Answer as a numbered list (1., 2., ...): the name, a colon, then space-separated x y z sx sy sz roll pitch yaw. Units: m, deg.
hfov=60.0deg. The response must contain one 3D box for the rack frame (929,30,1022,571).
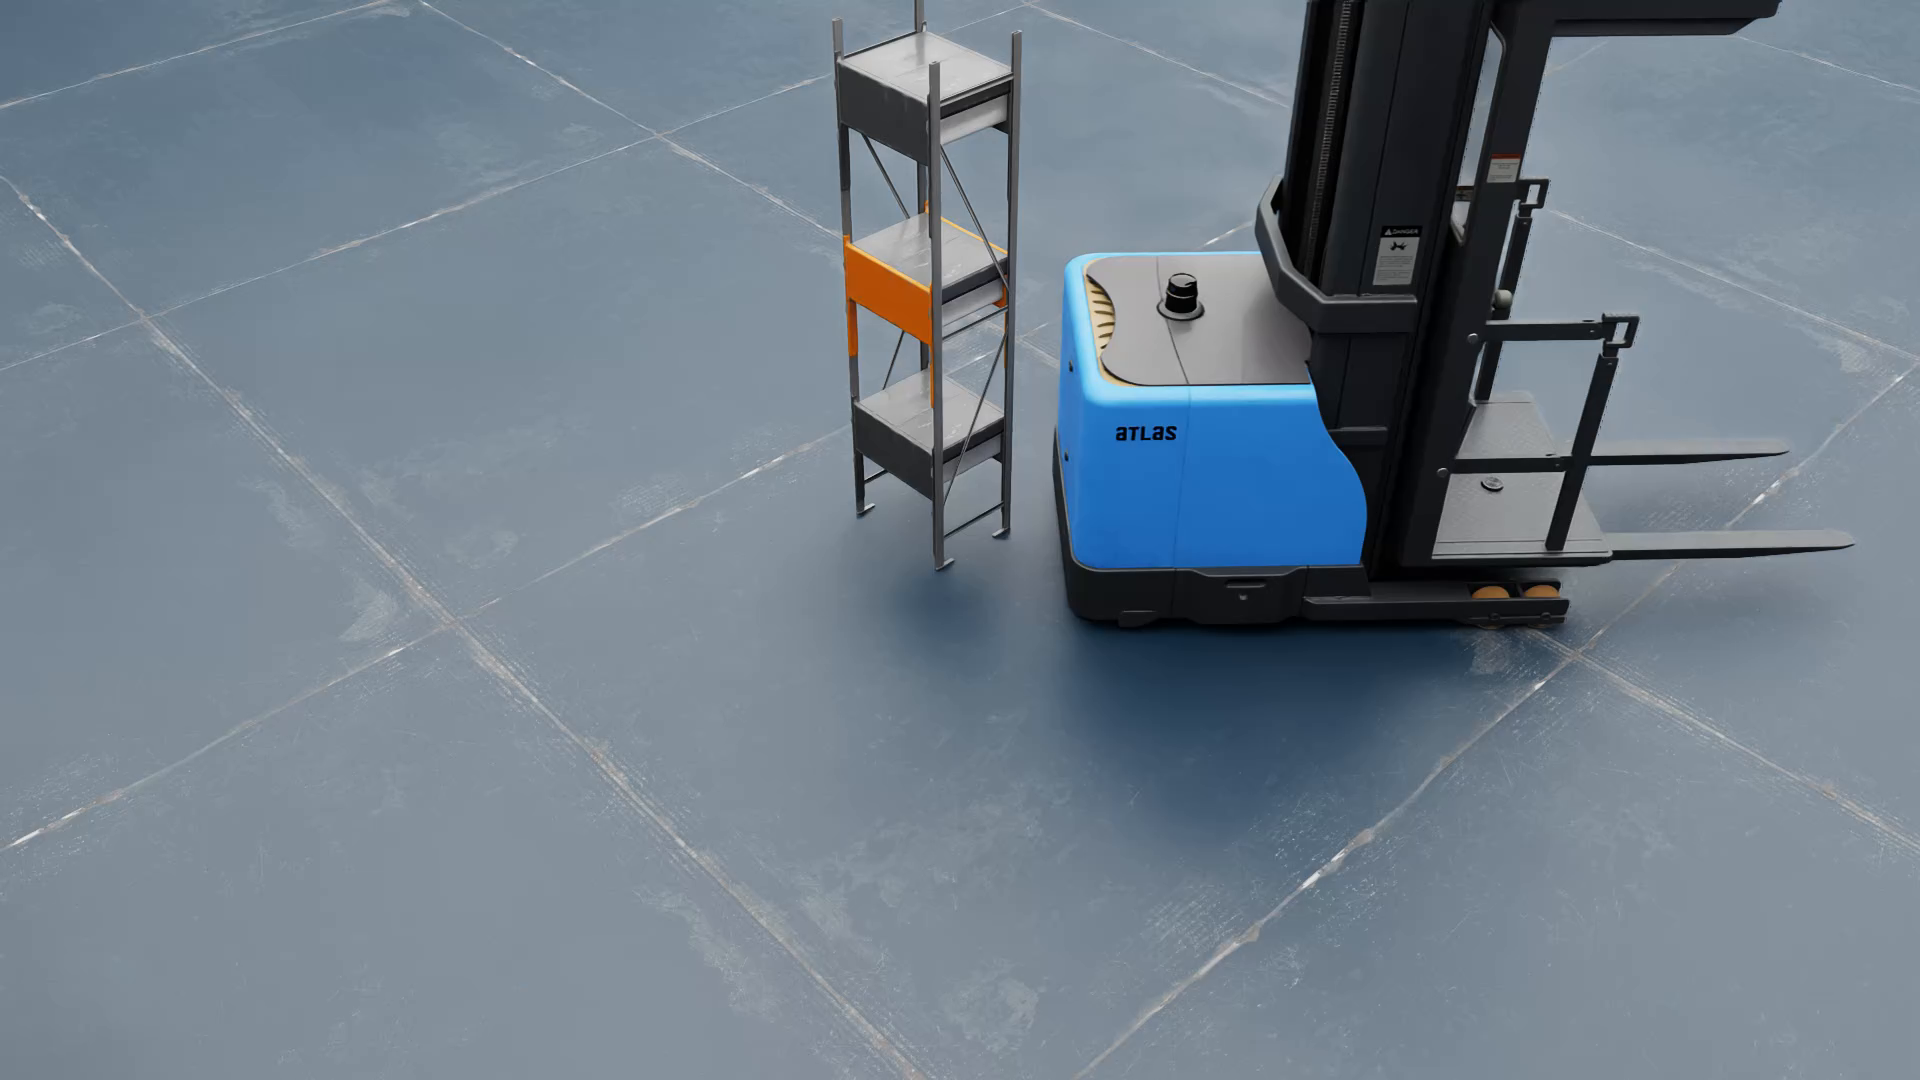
1. rack frame: 0.053 -0.781 6.045 0.400 2.100 0.015 -30 48 -32

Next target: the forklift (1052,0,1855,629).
1. forklift: 1.914 -1.136 5.824 3.031 2.935 1.130 -1 39 -1

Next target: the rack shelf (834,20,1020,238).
1. rack shelf: -0.112 -1.427 5.754 0.431 0.518 0.480 -30 48 -32

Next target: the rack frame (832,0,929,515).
1. rack frame: -0.277 -1.006 6.325 0.400 2.100 0.015 -30 48 -32

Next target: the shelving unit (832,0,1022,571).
1. shelving unit: -0.112 -0.893 6.185 0.431 2.100 0.503 -30 48 -32

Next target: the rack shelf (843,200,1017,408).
1. rack shelf: -0.112 -0.883 6.194 0.431 0.518 0.480 -30 48 -32

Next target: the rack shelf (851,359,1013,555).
1. rack shelf: -0.112 -0.338 6.634 0.431 0.518 0.480 -30 48 -32
